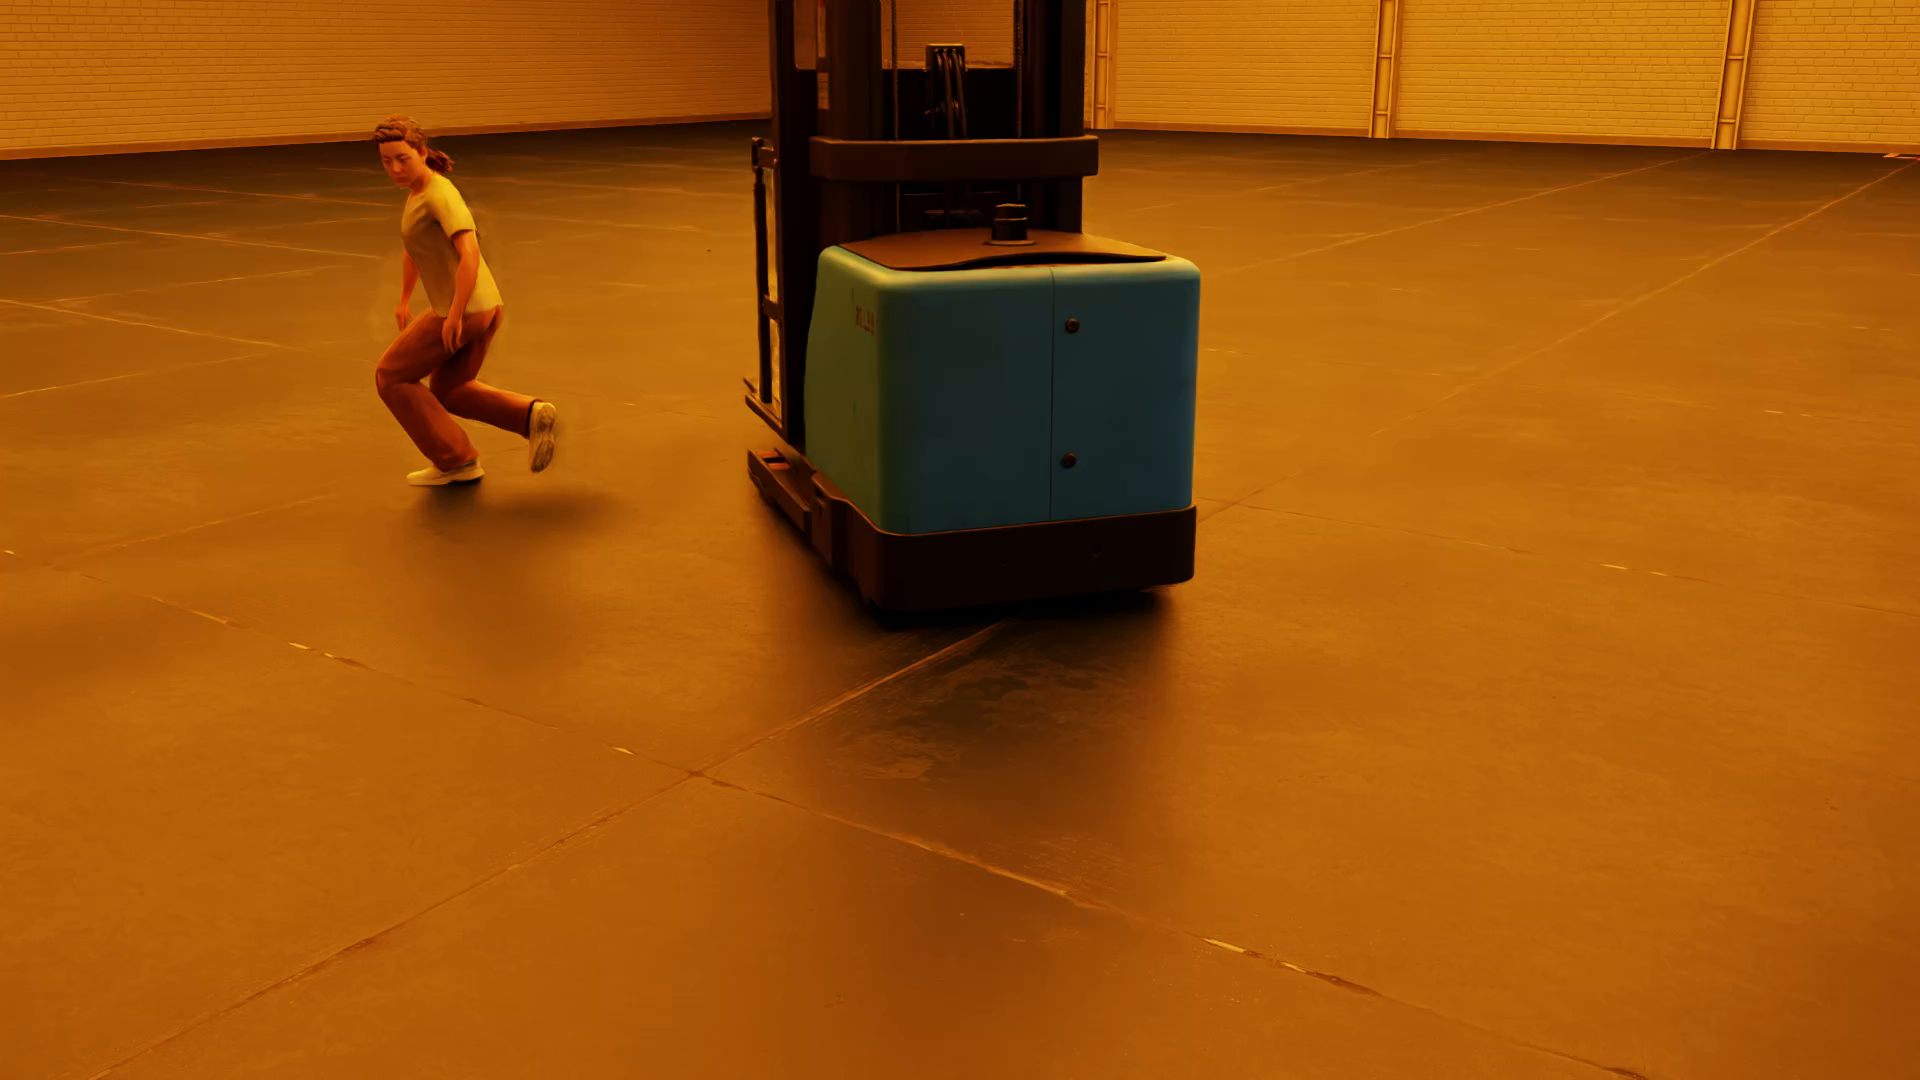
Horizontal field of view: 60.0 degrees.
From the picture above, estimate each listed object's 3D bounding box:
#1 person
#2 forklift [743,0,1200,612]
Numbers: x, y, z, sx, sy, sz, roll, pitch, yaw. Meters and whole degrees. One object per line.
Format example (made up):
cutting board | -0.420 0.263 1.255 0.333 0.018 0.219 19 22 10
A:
person | -1.981 -0.924 6.551 0.700 1.464 0.609 -1 17 -2
forklift | -0.202 -1.570 6.083 1.130 2.935 3.031 -5 17 -18
